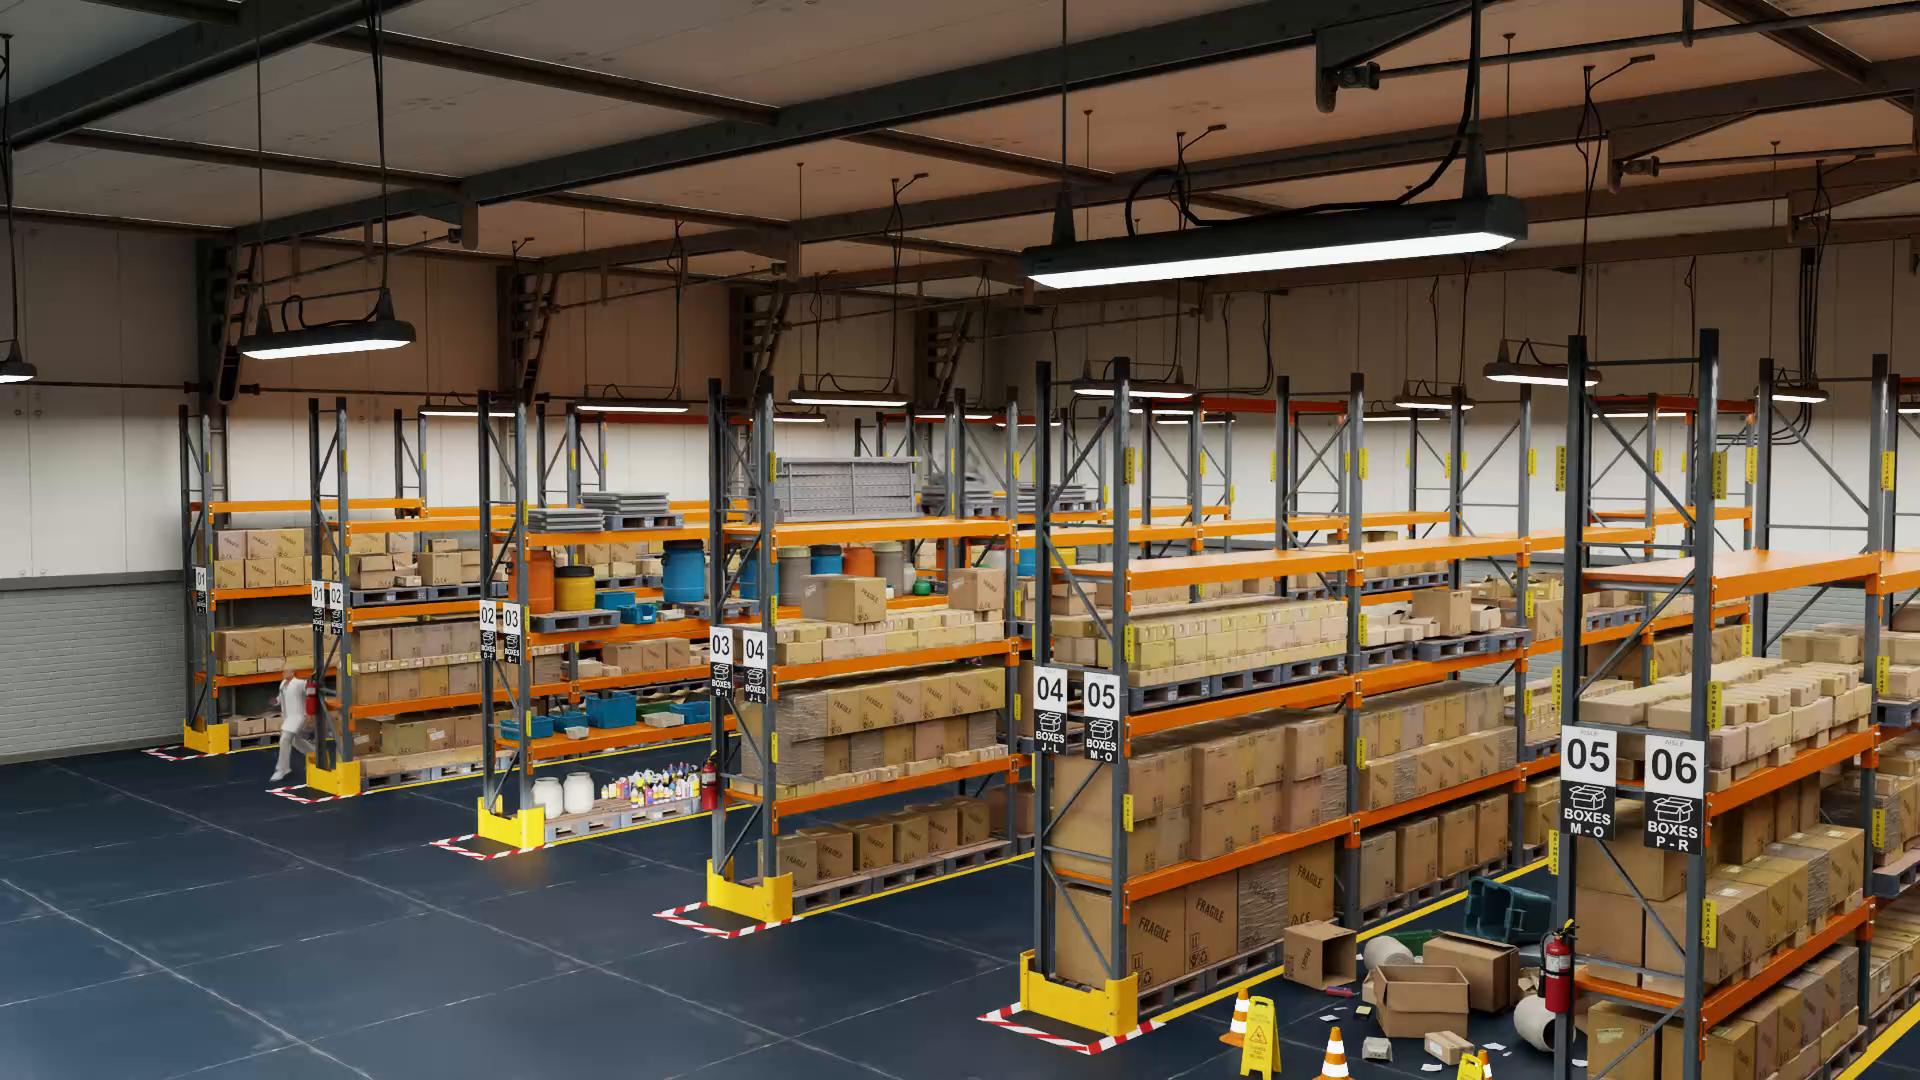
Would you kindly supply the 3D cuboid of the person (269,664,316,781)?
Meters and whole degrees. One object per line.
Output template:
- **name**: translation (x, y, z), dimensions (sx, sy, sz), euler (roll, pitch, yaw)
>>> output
- **person**: translation (-10.637, 2.882, 26.591), dimensions (0.732, 1.810, 1.001), euler (2, 4, 37)
